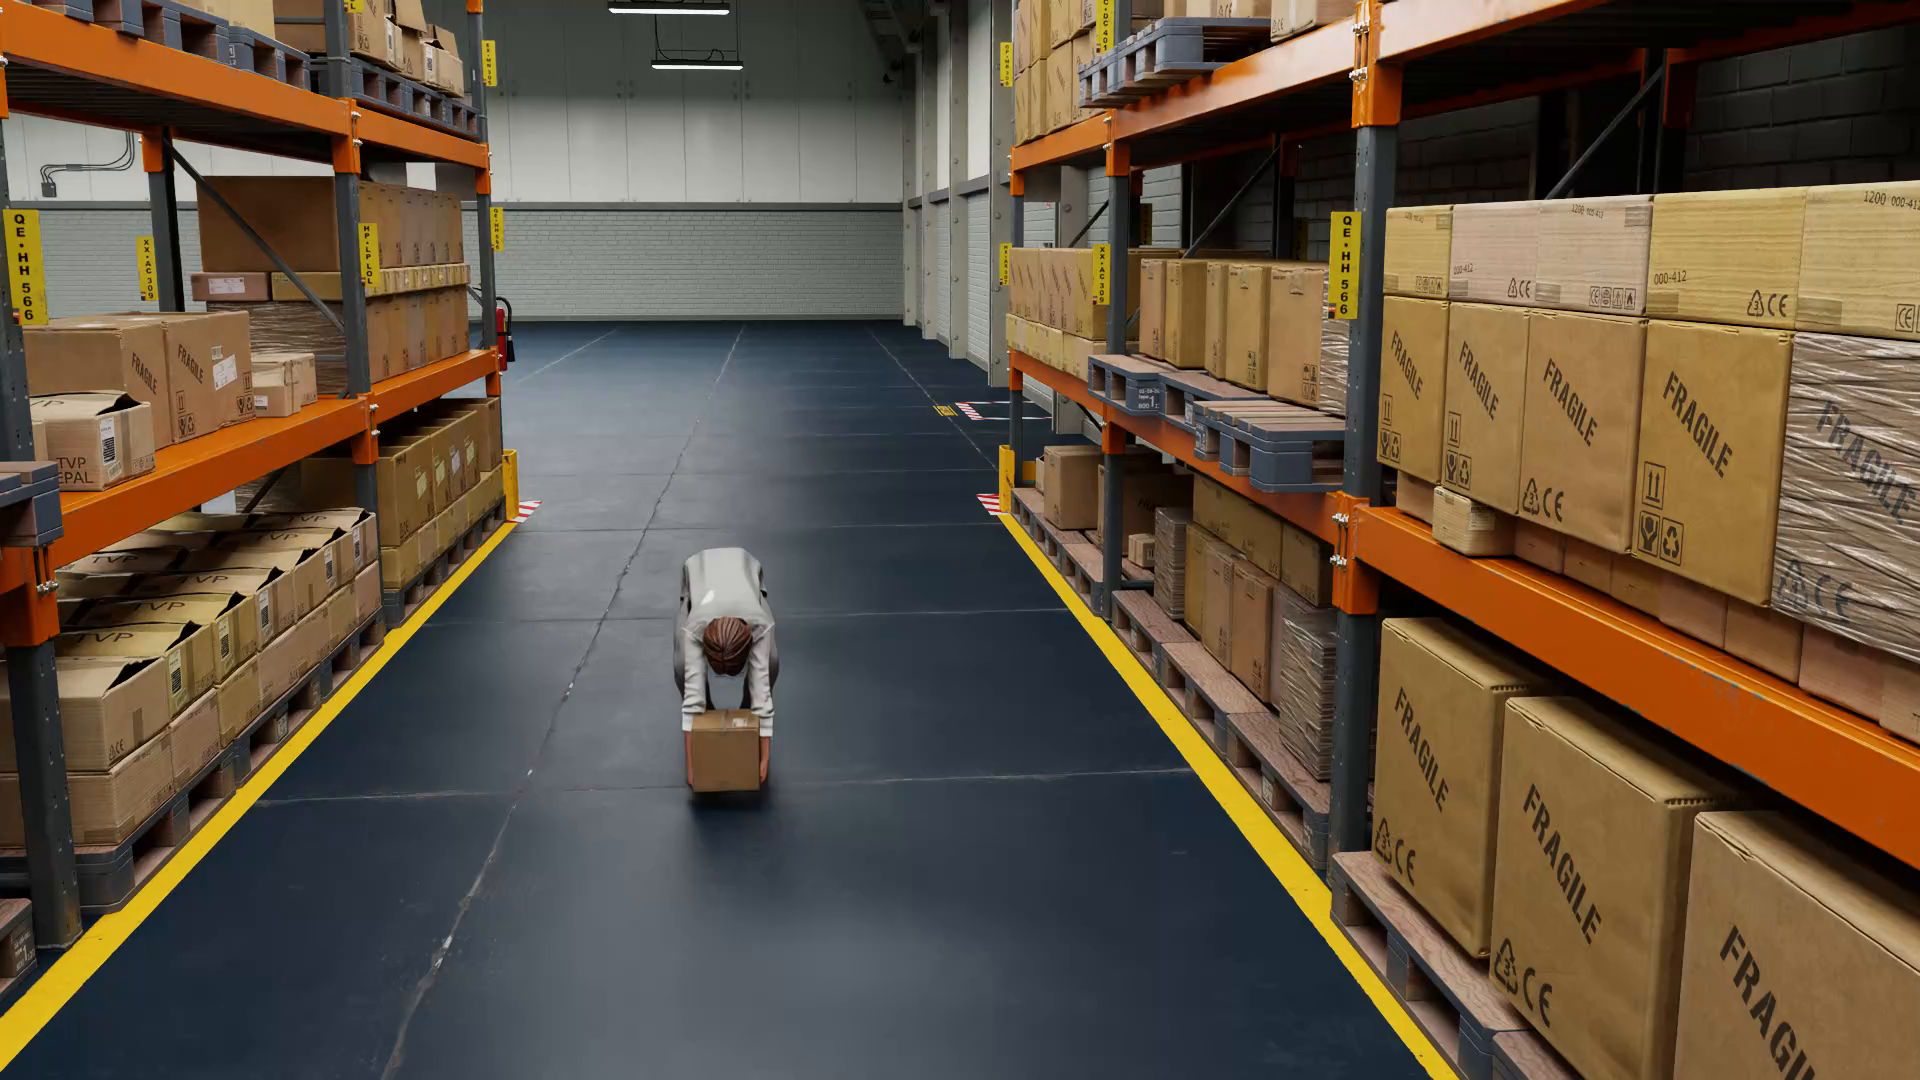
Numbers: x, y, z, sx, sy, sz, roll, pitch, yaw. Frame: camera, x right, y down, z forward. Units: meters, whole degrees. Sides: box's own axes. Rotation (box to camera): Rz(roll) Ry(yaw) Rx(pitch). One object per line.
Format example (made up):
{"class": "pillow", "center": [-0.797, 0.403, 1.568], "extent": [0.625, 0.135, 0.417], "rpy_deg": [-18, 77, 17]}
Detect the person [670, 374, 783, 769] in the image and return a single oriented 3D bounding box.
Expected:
{"class": "person", "center": [-0.940, 0.127, 6.726], "extent": [0.455, 1.596, 0.373], "rpy_deg": [-1, 10, -8]}
